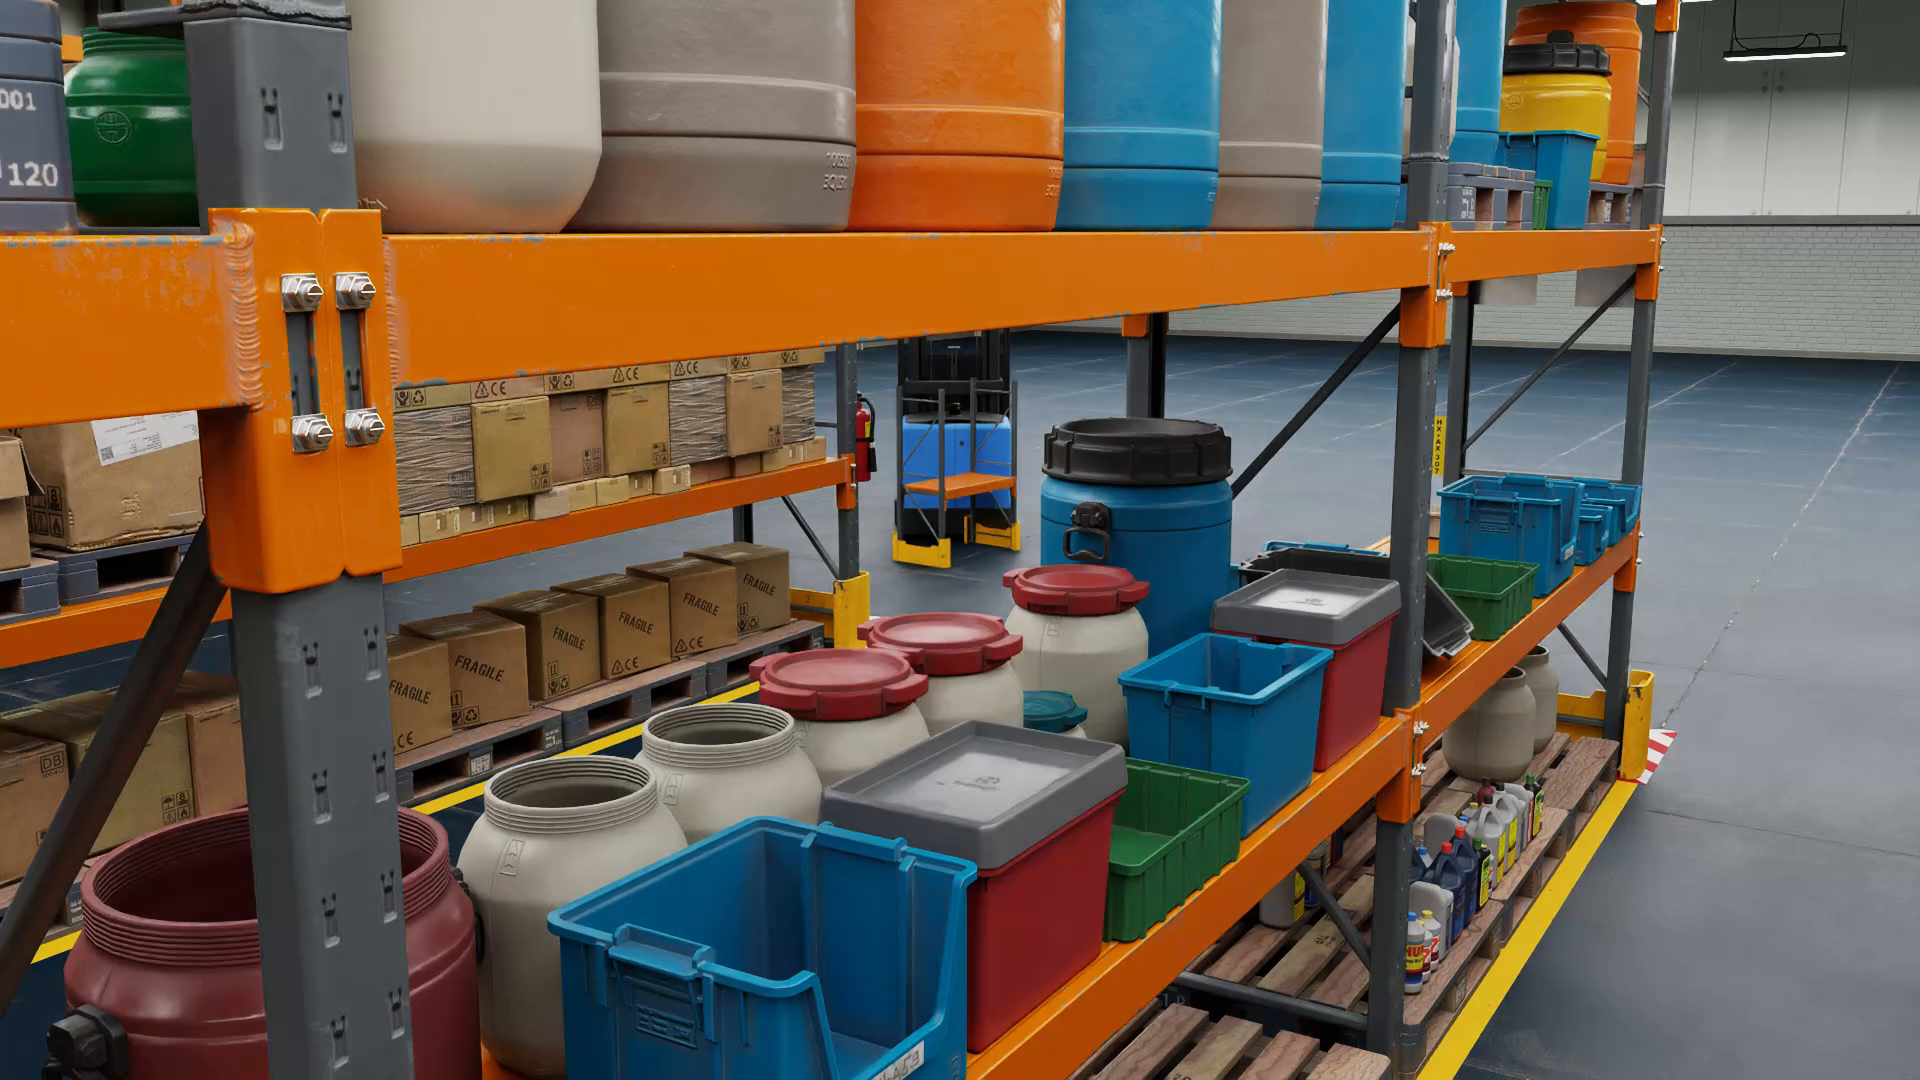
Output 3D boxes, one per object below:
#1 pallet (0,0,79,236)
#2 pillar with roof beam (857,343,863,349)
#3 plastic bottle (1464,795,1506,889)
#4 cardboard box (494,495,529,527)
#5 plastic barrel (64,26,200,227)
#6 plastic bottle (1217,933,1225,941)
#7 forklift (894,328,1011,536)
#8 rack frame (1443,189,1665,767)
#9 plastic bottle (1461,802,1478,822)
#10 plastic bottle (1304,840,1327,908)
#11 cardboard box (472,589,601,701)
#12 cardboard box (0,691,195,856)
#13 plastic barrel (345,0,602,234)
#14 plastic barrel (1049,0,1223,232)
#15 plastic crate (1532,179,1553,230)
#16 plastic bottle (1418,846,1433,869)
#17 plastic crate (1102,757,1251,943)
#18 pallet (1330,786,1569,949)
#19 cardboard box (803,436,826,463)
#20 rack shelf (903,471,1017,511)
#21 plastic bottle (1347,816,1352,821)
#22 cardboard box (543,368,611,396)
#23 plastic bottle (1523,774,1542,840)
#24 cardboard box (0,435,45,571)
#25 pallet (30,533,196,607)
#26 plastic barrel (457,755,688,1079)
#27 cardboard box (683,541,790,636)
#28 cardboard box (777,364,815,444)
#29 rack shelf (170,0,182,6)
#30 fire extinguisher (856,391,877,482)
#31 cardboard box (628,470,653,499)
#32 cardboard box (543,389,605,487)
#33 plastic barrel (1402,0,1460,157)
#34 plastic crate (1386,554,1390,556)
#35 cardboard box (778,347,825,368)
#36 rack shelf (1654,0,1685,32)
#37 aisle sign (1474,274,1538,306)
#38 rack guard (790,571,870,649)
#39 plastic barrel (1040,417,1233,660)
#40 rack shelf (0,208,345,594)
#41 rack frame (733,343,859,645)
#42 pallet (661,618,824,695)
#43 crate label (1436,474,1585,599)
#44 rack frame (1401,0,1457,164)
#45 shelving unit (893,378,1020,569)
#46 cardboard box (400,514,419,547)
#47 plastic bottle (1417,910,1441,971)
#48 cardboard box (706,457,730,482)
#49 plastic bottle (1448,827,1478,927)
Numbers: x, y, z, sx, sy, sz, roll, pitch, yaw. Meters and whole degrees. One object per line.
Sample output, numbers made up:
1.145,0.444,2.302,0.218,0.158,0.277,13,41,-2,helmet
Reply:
-1.544,-0.340,1.277,1.003,0.211,1.213,6,12,31,pallet
1.151,-8.510,36.252,9.100,9.000,0.548,6,12,31,pillar with roof beam
2.106,1.203,6.674,0.144,0.351,0.185,6,12,30,plastic bottle
-2.483,-0.174,8.709,0.380,0.149,0.250,6,12,31,cardboard box
-0.979,-0.511,2.100,0.294,0.245,0.294,0,11,0,plastic barrel
0.935,1.374,6.170,0.097,0.201,0.097,0,11,0,plastic bottle
-0.064,-1.699,16.361,1.130,2.935,3.031,0,11,-1,forklift
3.090,-0.328,8.849,1.000,3.000,0.127,6,12,31,rack frame
2.168,1.212,7.033,0.097,0.201,0.097,0,11,0,plastic bottle
1.340,1.275,6.494,0.152,0.276,0.135,6,12,31,plastic bottle
-2.432,0.595,9.570,0.500,0.500,0.500,5,12,26,cardboard box
-3.821,1.008,7.310,0.700,0.500,0.500,6,12,30,cardboard box
-0.640,-0.619,1.947,0.421,0.512,0.421,0,11,0,plastic barrel
0.255,-1.113,3.530,0.600,0.901,0.708,6,12,31,plastic barrel
2.065,-1.291,6.419,0.336,0.188,0.450,6,12,31,plastic crate
1.759,1.304,6.349,0.097,0.271,0.097,0,11,0,plastic bottle
0.350,0.706,3.901,0.450,0.188,0.662,6,12,31,plastic crate
2.030,1.378,7.317,1.003,0.211,1.213,6,12,31,pallet
-1.115,-0.613,11.055,0.380,0.149,0.250,6,12,31,cardboard box
-0.017,-0.431,14.453,0.538,0.185,1.000,8,13,37,rack shelf
1.704,1.106,7.408,0.097,0.271,0.097,0,11,0,plastic bottle
-2.251,-1.063,8.977,0.500,0.500,0.500,6,12,31,cardboard box
2.466,1.142,7.185,0.061,0.283,0.133,7,13,32,plastic bottle
-4.041,-0.148,6.465,0.797,0.503,0.637,8,13,36,cardboard box
-3.741,0.029,7.466,1.003,0.211,1.213,6,12,31,pallet
-0.712,0.693,3.092,0.421,0.512,0.421,0,11,0,plastic barrel
-1.482,0.318,11.052,0.500,0.500,0.500,9,14,41,cardboard box
-1.452,-0.912,10.892,0.875,0.500,0.500,6,12,31,cardboard box
-4.258,-2.256,5.887,1.077,0.370,4.000,6,12,31,rack shelf
-0.690,-0.737,11.245,0.296,0.674,0.183,6,12,31,fire extinguisher
-1.993,-0.334,9.567,0.380,0.149,0.250,6,12,31,cardboard box
-2.470,-0.596,9.200,0.875,0.500,0.500,6,12,31,cardboard box
1.405,-1.483,5.426,0.421,0.512,0.421,0,11,0,plastic barrel
1.640,0.151,7.007,0.530,0.136,0.437,6,12,31,plastic crate
-1.218,-1.378,10.660,0.500,0.500,0.500,6,12,31,cardboard box
2.051,-2.412,6.720,1.077,0.370,4.000,6,12,31,rack shelf
2.877,-1.645,8.820,0.394,0.787,0.004,6,12,31,aisle sign
-1.183,0.440,11.543,1.175,0.500,0.348,6,12,31,rack guard
0.554,0.087,5.273,0.600,0.901,0.708,6,12,31,plastic barrel
-2.102,0.124,0.239,1.077,0.370,4.000,6,12,31,rack shelf
-1.143,-0.801,11.377,1.000,3.000,0.127,6,12,31,rack frame
-1.635,0.706,10.905,1.003,0.211,1.213,6,12,31,pallet
2.365,-0.030,7.162,0.502,0.435,0.616,6,12,31,crate label
1.013,-2.647,4.937,1.000,3.000,0.127,6,12,31,rack frame
-0.023,-0.606,14.413,0.587,1.500,1.083,8,13,37,shelving unit
-2.851,-0.053,8.067,0.380,0.149,0.250,6,12,31,cardboard box
1.659,1.420,5.921,0.097,0.201,0.097,0,11,0,plastic bottle
-1.639,-0.456,10.218,0.380,0.149,0.250,6,12,31,cardboard box
1.885,1.270,6.317,0.144,0.351,0.185,6,12,28,plastic bottle
